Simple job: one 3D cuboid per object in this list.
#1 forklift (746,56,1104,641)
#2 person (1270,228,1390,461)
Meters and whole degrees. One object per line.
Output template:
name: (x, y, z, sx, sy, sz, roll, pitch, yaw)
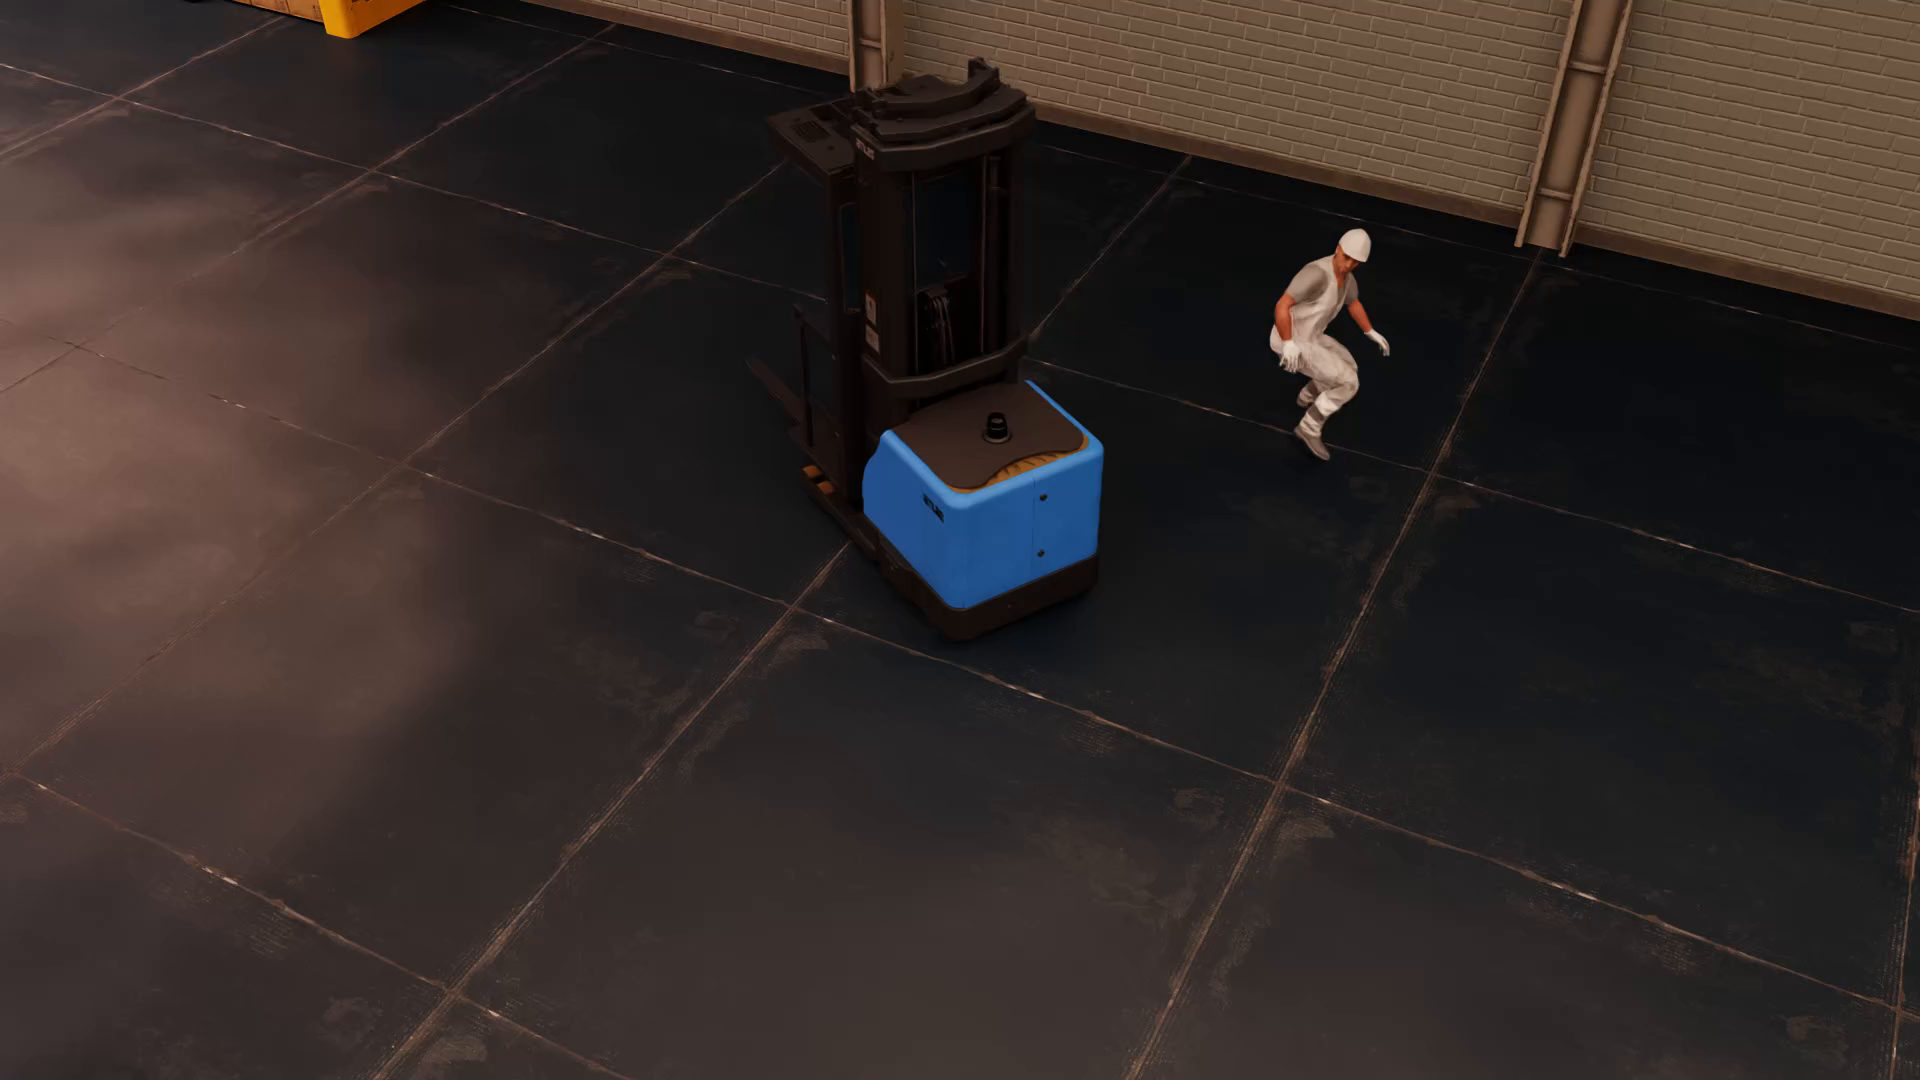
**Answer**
forklift: (-0.384, -1.470, 9.732, 1.130, 2.935, 3.031, -22, 45, -24)
person: (2.343, -1.262, 10.620, 0.680, 1.537, 0.811, 20, 44, 22)
